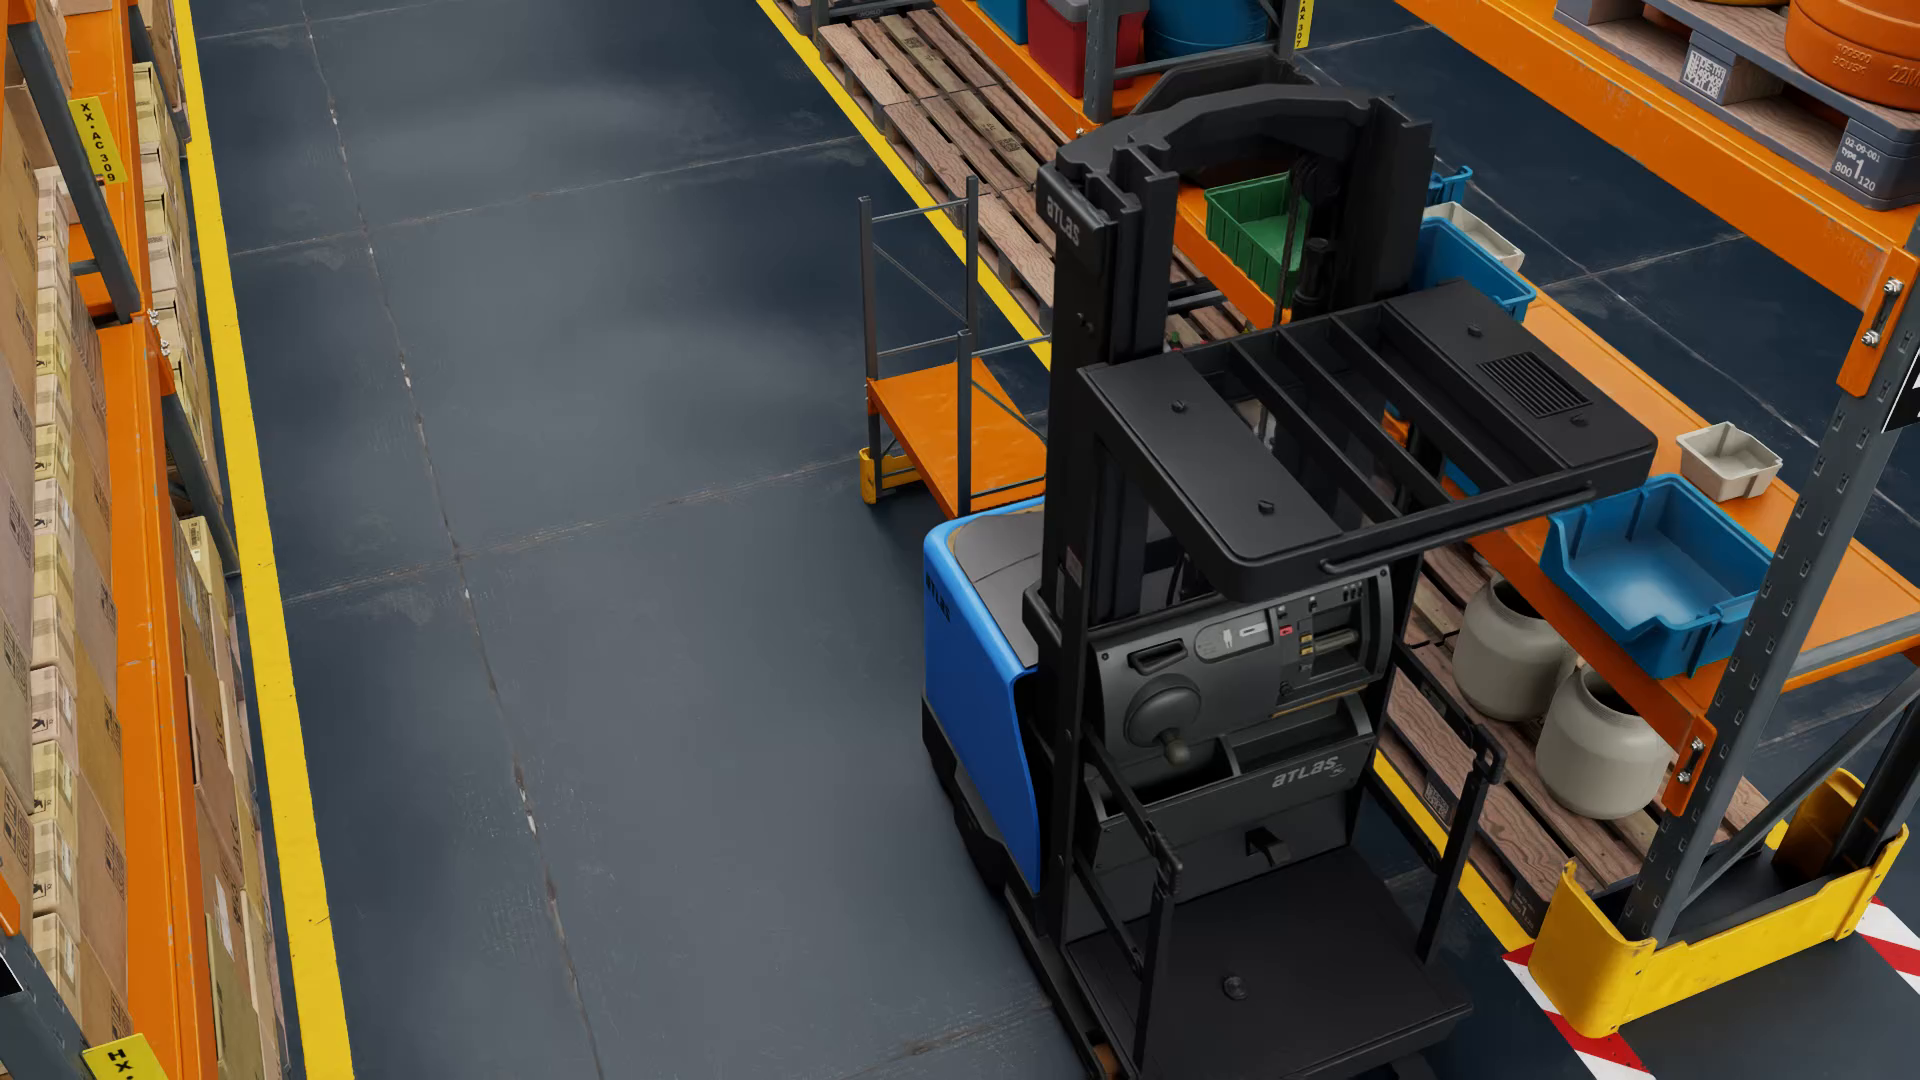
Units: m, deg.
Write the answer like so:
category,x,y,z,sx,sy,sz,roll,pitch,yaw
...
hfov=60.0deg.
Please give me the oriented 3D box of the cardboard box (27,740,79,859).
category,x,y,z,sx,sy,sz,roll,pitch,yaw
cardboard box,-2.164,0.623,3.651,0.380,0.149,0.250,-15,43,-17

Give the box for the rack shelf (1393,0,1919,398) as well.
category,x,y,z,sx,sy,sz,roll,pitch,yaw
rack shelf,1.797,-1.797,5.290,1.077,0.370,4.000,-15,43,-17

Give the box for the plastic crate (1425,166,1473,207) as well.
category,x,y,z,sx,sy,sz,roll,pitch,yaw
plastic crate,1.706,-1.482,6.787,0.499,0.251,0.616,-15,43,-17

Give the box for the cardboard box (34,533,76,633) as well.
category,x,y,z,sx,sy,sz,roll,pitch,yaw
cardboard box,-2.461,0.157,4.193,0.380,0.149,0.250,-16,43,-17

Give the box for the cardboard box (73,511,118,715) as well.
category,x,y,z,sx,sy,sz,roll,pitch,yaw
cardboard box,-2.777,0.252,4.580,0.700,0.500,0.500,-14,43,-16

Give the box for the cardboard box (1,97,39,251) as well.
category,x,y,z,sx,sy,sz,roll,pitch,yaw
cardboard box,-3.370,-1.168,5.236,0.700,0.500,0.500,-15,43,-17

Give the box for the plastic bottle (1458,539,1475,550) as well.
category,x,y,z,sx,sy,sz,roll,pitch,yaw
plastic bottle,2.117,-0.066,6.835,0.097,0.201,0.097,0,41,0

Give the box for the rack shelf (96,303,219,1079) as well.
category,x,y,z,sx,sy,sz,roll,pitch,yaw
rack shelf,-2.781,0.574,4.834,1.077,0.370,4.000,-15,43,-17

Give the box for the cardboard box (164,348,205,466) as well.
category,x,y,z,sx,sy,sz,roll,pitch,yaw
cardboard box,-3.474,-0.544,6.939,0.500,0.311,0.500,-15,43,-17

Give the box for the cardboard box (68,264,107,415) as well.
category,x,y,z,sx,sy,sz,roll,pitch,yaw
cardboard box,-3.370,-0.676,5.659,0.700,0.500,0.500,-16,43,-18

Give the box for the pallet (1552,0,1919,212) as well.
category,x,y,z,sx,sy,sz,roll,pitch,yaw
pallet,2.336,-1.316,4.324,1.003,0.211,1.213,-15,43,-17

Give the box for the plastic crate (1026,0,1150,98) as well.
category,x,y,z,sx,sy,sz,roll,pitch,yaw
plastic crate,0.564,-2.377,7.664,0.402,0.464,0.583,-15,43,-17

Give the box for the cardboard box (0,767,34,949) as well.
category,x,y,z,sx,sy,sz,roll,pitch,yaw
cardboard box,-2.202,0.660,3.110,0.700,0.500,0.500,-15,43,-17

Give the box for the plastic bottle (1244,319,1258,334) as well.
category,x,y,z,sx,sy,sz,roll,pitch,yaw
plastic bottle,1.412,-0.948,7.746,0.144,0.351,0.185,-15,43,-17

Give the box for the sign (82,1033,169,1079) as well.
category,x,y,z,sx,sy,sz,roll,pitch,yaw
sign,-1.500,1.013,3.047,0.100,0.325,0.005,-15,43,-17

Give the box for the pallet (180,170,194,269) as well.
category,x,y,z,sx,sy,sz,roll,pitch,yaw
pallet,-4.797,-1.750,9.123,1.003,0.211,1.213,-15,43,-17

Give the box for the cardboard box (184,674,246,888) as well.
category,x,y,z,sx,sy,sz,roll,pitch,yaw
cardboard box,-2.586,0.822,5.205,0.500,0.500,0.500,-15,43,-17

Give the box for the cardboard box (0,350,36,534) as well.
category,x,y,z,sx,sy,sz,roll,pitch,yaw
cardboard box,-2.794,-0.261,4.181,0.700,0.500,0.500,-15,43,-17

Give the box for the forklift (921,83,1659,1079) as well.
category,x,y,z,sx,sy,sz,roll,pitch,yaw
forklift,0.890,0.426,4.507,1.130,2.935,3.031,-15,43,-17

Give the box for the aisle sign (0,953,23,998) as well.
category,x,y,z,sx,sy,sz,roll,pitch,yaw
aisle sign,-1.707,0.483,2.393,0.394,0.787,0.004,-15,43,-17

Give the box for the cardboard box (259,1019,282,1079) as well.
category,x,y,z,sx,sy,sz,roll,pitch,yaw
cardboard box,-2.210,1.710,4.747,0.500,0.250,0.500,-15,43,-17

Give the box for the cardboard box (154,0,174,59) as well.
category,x,y,z,sx,sy,sz,roll,pitch,yaw
cardboard box,-5.192,-3.192,10.241,0.500,0.500,0.500,-17,43,-18

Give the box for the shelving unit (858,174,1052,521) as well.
category,x,y,z,sx,sy,sz,roll,pitch,yaw
shelving unit,0.029,-0.523,6.708,0.587,1.500,1.083,-15,43,-17

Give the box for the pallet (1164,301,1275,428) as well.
category,x,y,z,sx,sy,sz,roll,pitch,yaw
pallet,1.251,-0.665,7.861,1.003,0.211,1.213,-15,43,-17

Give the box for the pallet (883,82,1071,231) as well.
category,x,y,z,sx,sy,sz,roll,pitch,yaw
pallet,0.225,-2.279,9.739,1.003,0.211,1.213,-15,43,-17

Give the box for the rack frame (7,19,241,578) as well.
category,x,y,z,sx,sy,sz,roll,pitch,yaw
rack frame,-3.546,-0.904,6.000,1.000,3.000,0.127,-15,43,-17

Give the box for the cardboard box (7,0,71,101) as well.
category,x,y,z,sx,sy,sz,roll,pitch,yaw
cardboard box,-4.218,-2.027,7.230,0.500,0.500,0.500,-15,43,-17

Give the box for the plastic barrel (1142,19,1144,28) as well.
category,x,y,z,sx,sy,sz,roll,pitch,yaw
plastic barrel,0.869,-2.820,8.124,0.433,0.535,0.433,0,41,0

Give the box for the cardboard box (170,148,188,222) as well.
category,x,y,z,sx,sy,sz,roll,pitch,yaw
cardboard box,-4.449,-1.864,8.904,0.500,0.250,0.500,-16,43,-17

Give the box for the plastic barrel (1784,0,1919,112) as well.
category,x,y,z,sx,sy,sz,roll,pitch,yaw
plastic barrel,2.259,-1.448,3.681,0.600,0.830,0.708,-15,43,-17

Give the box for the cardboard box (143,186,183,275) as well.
category,x,y,z,sx,sy,sz,roll,pitch,yaw
cardboard box,-4.063,-1.470,8.015,0.500,0.311,0.500,-14,43,-16

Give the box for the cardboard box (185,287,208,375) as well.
category,x,y,z,sx,sy,sz,roll,pitch,yaw
cardboard box,-3.866,-0.945,7.835,0.500,0.250,0.500,-16,43,-18

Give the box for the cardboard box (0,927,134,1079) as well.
category,x,y,z,sx,sy,sz,roll,pitch,yaw
cardboard box,-2.182,1.184,3.496,0.700,0.500,0.500,-15,43,-17

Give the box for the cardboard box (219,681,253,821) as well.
category,x,y,z,sx,sy,sz,roll,pitch,yaw
cardboard box,-2.779,0.806,5.799,0.500,0.250,0.500,-15,43,-17

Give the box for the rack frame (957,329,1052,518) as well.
category,x,y,z,sx,sy,sz,roll,pitch,yaw
rack frame,0.227,-0.211,6.345,0.500,1.500,0.032,-15,43,-17

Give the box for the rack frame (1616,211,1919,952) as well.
category,x,y,z,sx,sy,sz,roll,pitch,yaw
rack frame,2.563,0.272,4.633,1.000,3.000,0.127,-15,43,-17

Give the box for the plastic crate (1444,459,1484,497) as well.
category,x,y,z,sx,sy,sz,roll,pitch,yaw
plastic crate,1.851,-0.291,5.401,0.499,0.251,0.408,-15,43,-17

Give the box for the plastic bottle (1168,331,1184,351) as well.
category,x,y,z,sx,sy,sz,roll,pitch,yaw
plastic bottle,0.996,-0.812,7.639,0.061,0.283,0.133,-15,43,-17

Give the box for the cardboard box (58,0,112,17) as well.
category,x,y,z,sx,sy,sz,roll,pitch,yaw
cardboard box,-4.477,-2.745,8.334,0.380,0.149,0.250,-15,43,-17

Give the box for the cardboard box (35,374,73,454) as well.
category,x,y,z,sx,sy,sz,roll,pitch,yaw
cardboard box,-2.759,-0.312,4.738,0.380,0.149,0.250,-14,43,-16

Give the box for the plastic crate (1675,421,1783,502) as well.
category,x,y,z,sx,sy,sz,roll,pitch,yaw
plastic crate,2.517,-0.247,5.439,0.298,0.136,0.250,-15,43,-17

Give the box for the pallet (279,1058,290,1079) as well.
category,x,y,z,sx,sy,sz,roll,pitch,yaw
pallet,-2.347,2.113,4.631,1.003,0.211,1.213,-15,43,-17

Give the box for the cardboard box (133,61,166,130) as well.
category,x,y,z,sx,sy,sz,roll,pitch,yaw
cardboard box,-4.648,-2.388,9.084,0.500,0.311,0.500,-14,43,-16

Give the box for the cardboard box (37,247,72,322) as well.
category,x,y,z,sx,sy,sz,roll,pitch,yaw
cardboard box,-3.049,-0.771,5.271,0.380,0.149,0.250,-16,43,-18
